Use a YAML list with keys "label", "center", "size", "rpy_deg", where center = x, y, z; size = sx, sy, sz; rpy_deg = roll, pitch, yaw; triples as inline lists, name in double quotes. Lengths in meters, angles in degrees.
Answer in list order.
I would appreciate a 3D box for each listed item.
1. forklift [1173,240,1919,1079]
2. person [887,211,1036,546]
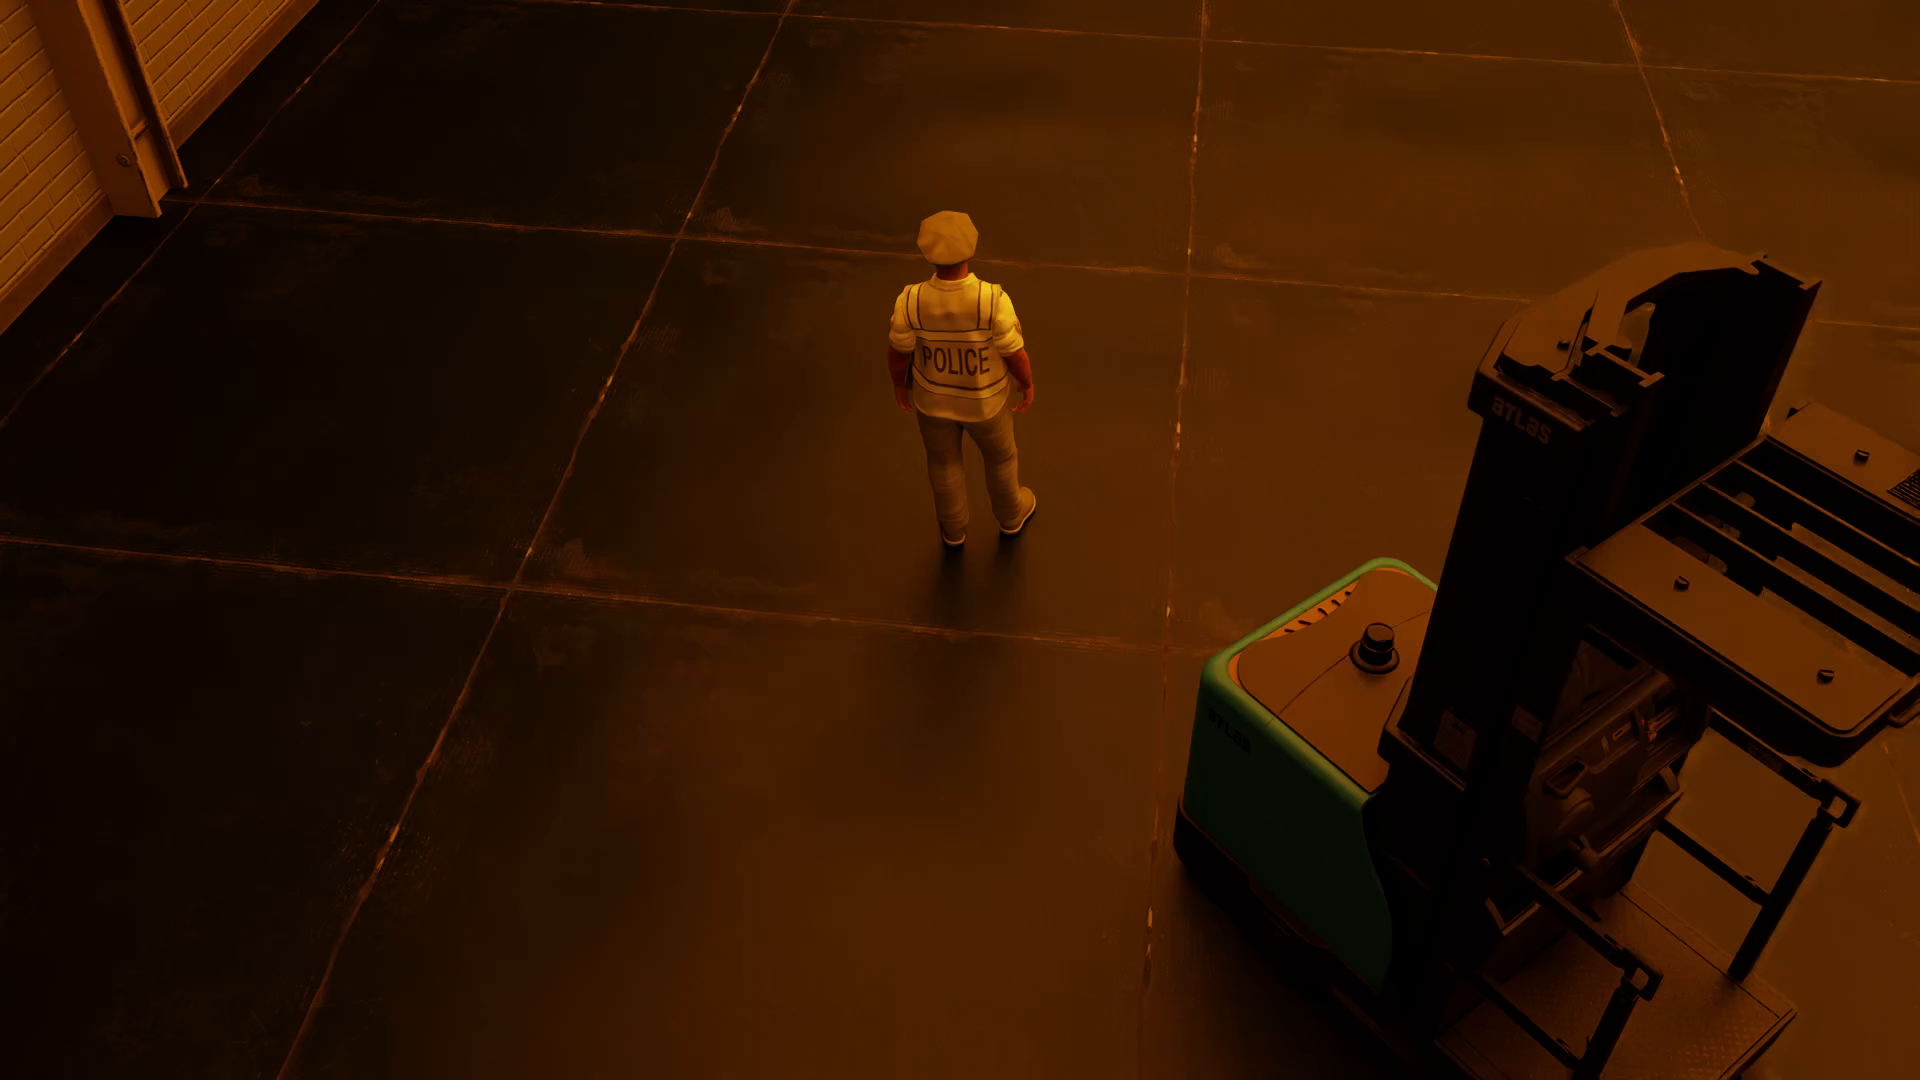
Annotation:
- label: "forklift"
  center: [2.128, 0.741, 4.918]
  size: [1.130, 2.935, 3.031]
  rpy_deg: [-27, 49, -27]
- label: "person"
  center: [0.022, -0.712, 7.338]
  size: [0.640, 1.781, 0.575]
  rpy_deg: [5, 43, 6]
